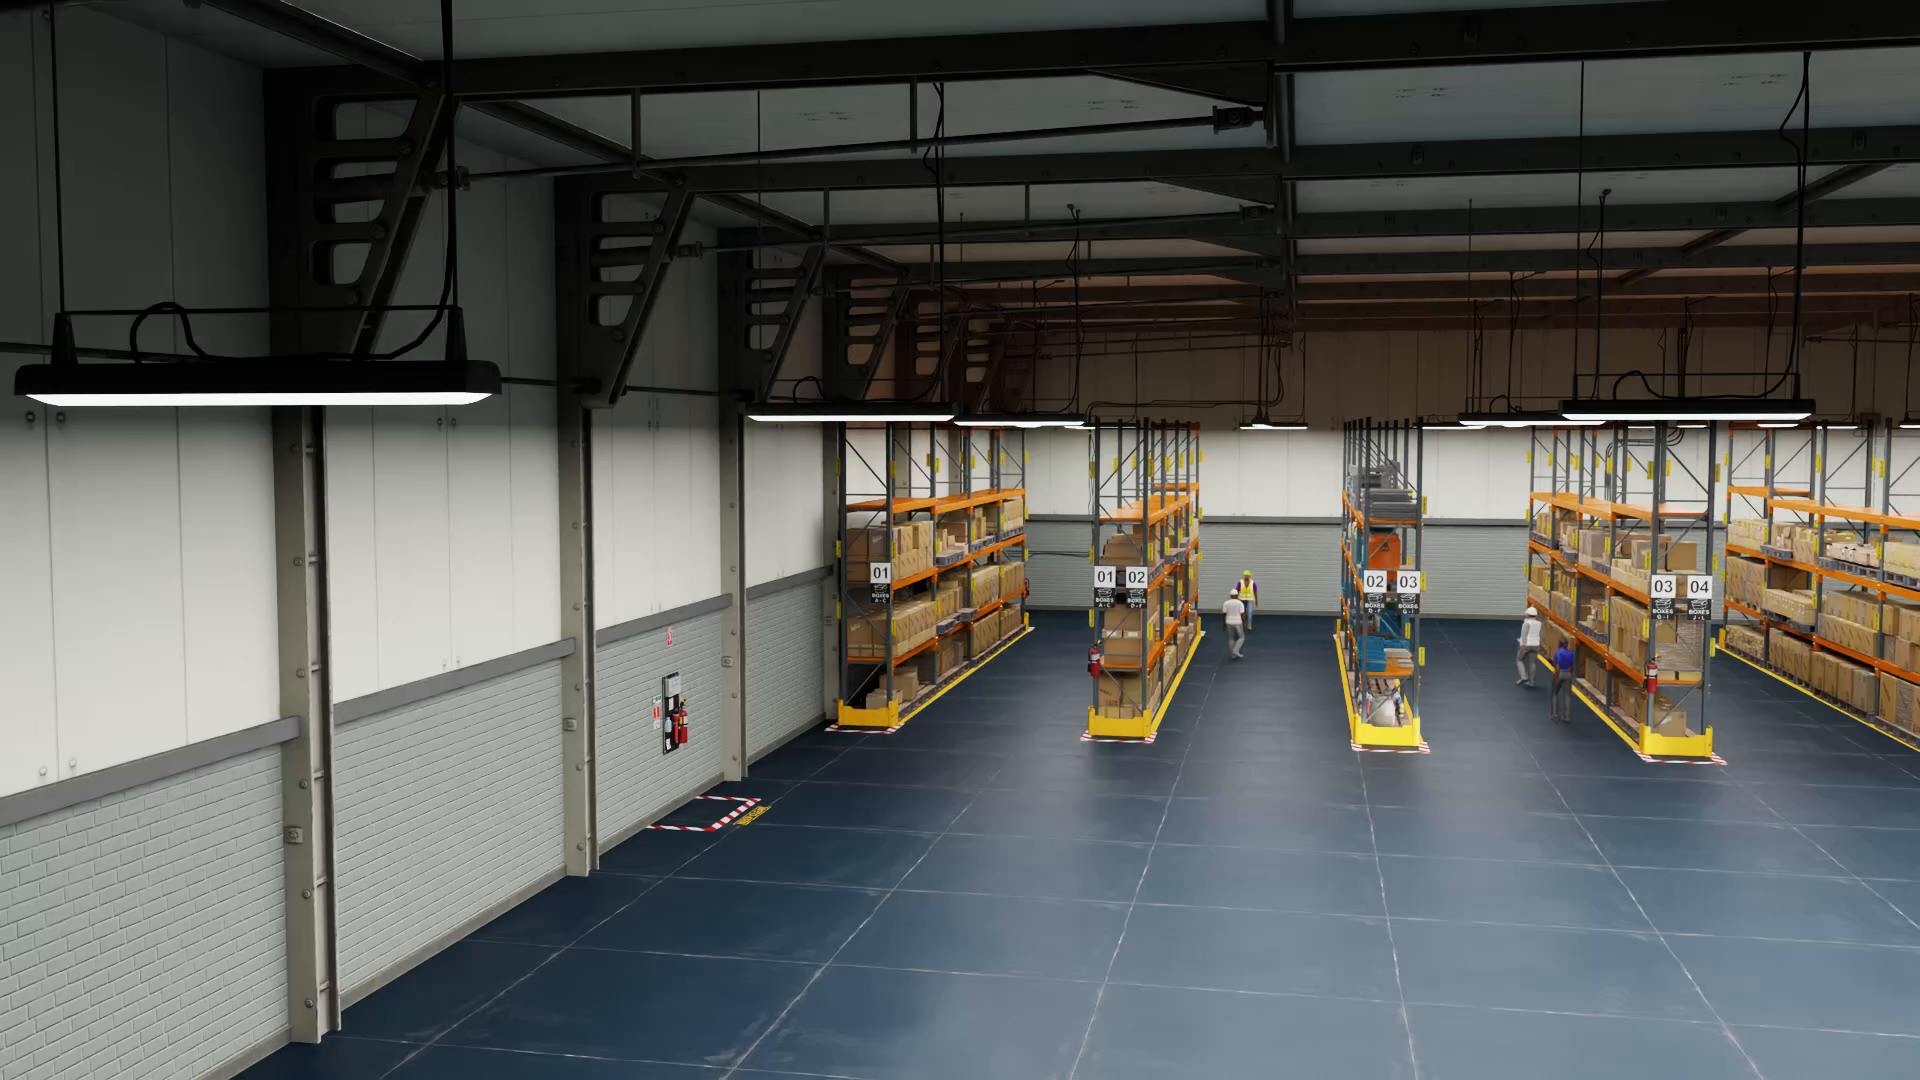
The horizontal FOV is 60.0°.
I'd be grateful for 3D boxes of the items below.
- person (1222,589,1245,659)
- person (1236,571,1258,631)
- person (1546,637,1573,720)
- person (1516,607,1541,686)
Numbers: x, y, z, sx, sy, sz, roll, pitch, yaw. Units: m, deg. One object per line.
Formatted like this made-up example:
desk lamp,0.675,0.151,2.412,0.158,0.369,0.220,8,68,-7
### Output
person,6.911,2.124,41.992,0.597,1.767,0.537,2,4,27
person,8.292,1.740,48.125,0.667,1.714,1.093,1,4,8
person,11.984,2.784,33.045,0.448,1.669,0.687,0,4,1
person,12.824,2.399,37.435,0.568,1.776,0.496,0,4,0
